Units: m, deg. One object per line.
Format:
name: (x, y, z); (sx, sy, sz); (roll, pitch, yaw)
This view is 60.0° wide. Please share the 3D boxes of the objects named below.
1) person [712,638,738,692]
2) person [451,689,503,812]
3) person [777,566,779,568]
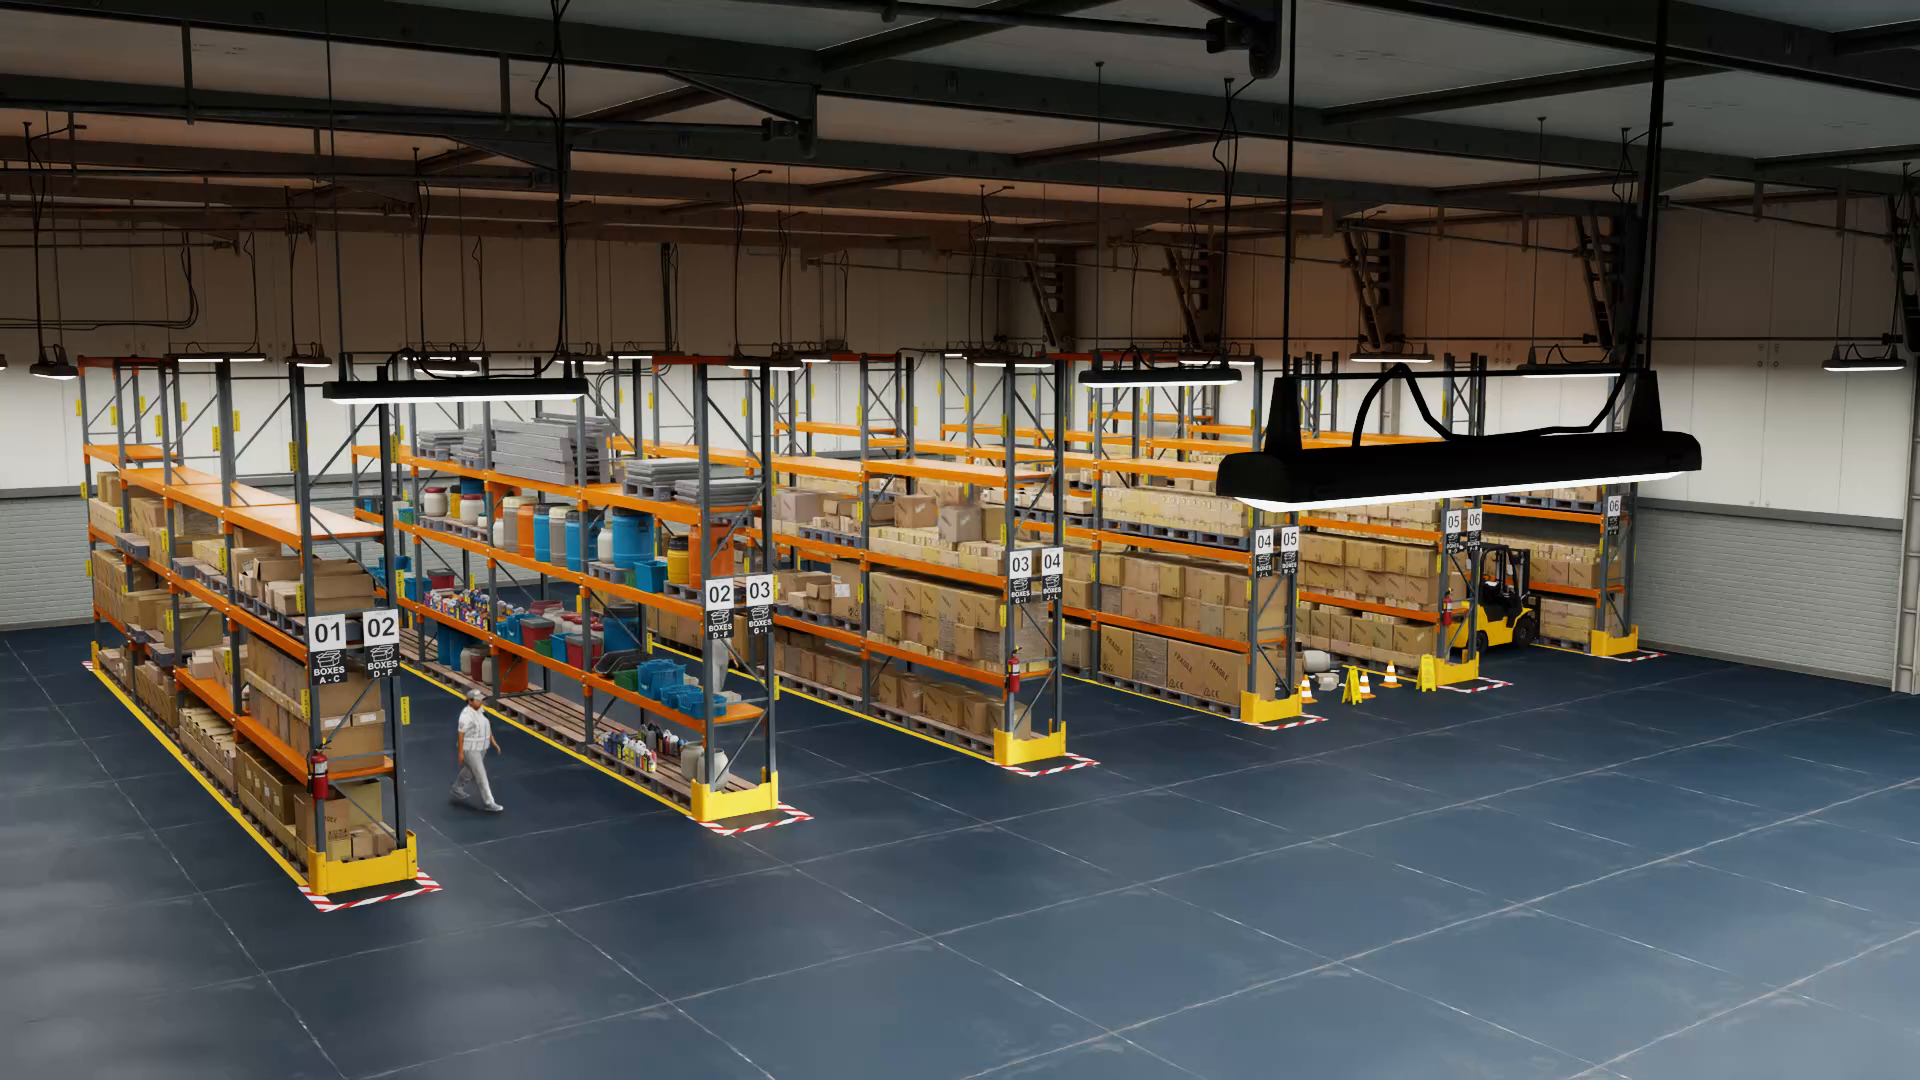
person: (-4.055, 2.093, 28.151); (0.519, 1.627, 0.993); (-3, 8, -26)
person: (-6.545, 2.799, 22.447); (1.083, 1.595, 0.538); (3, 8, 26)
person: (-3.902, 1.311, 34.763); (0.687, 1.632, 0.720); (-4, 8, -27)
